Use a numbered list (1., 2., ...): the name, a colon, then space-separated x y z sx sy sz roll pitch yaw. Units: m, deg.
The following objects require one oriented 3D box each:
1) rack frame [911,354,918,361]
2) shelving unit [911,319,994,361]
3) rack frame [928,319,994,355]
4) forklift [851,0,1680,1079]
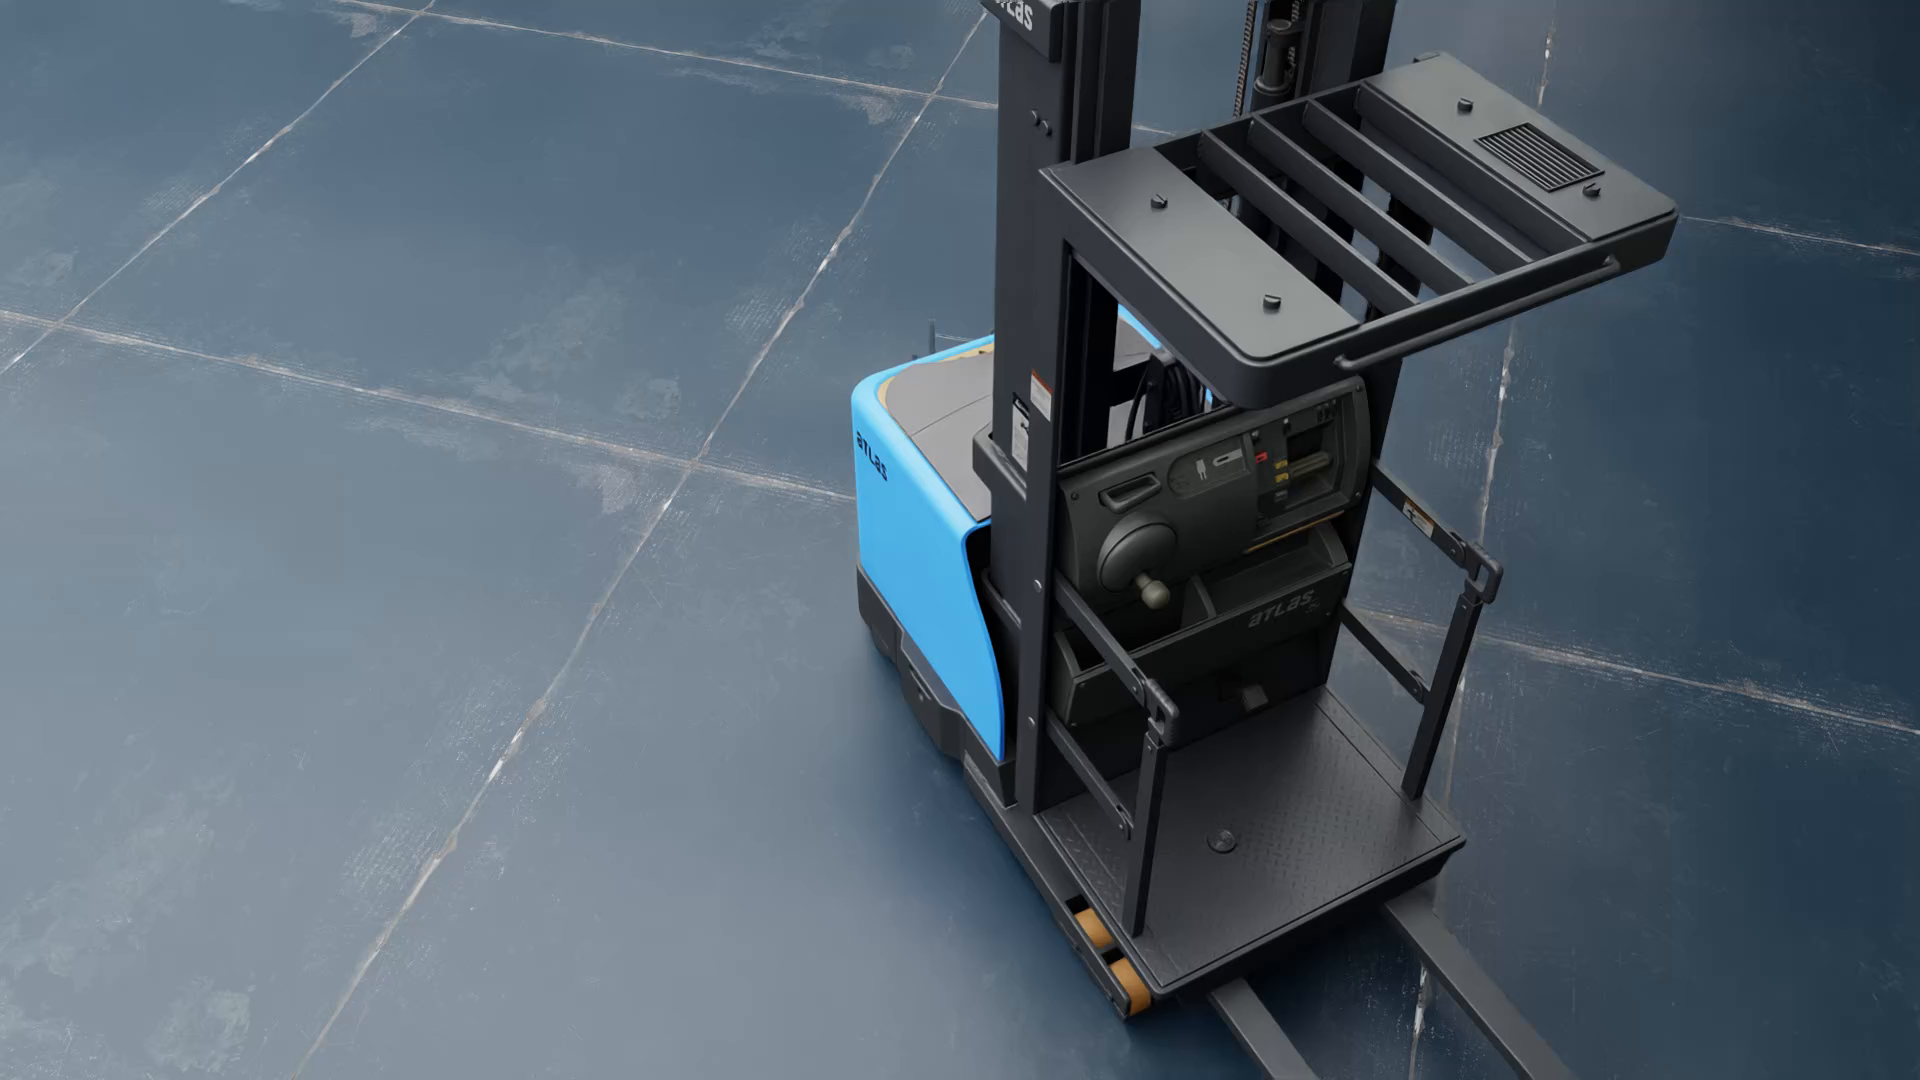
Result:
1. rack frame: -0.047 -0.282 5.894 0.240 0.900 0.006 11 45 11
2. shelving unit: -0.020 -0.350 5.964 0.258 0.900 0.210 11 45 11
3. rack frame: 0.008 -0.419 6.034 0.240 0.900 0.006 11 45 11
4. forklift: 0.786 -0.035 4.190 1.130 2.935 3.031 -21 48 -20
